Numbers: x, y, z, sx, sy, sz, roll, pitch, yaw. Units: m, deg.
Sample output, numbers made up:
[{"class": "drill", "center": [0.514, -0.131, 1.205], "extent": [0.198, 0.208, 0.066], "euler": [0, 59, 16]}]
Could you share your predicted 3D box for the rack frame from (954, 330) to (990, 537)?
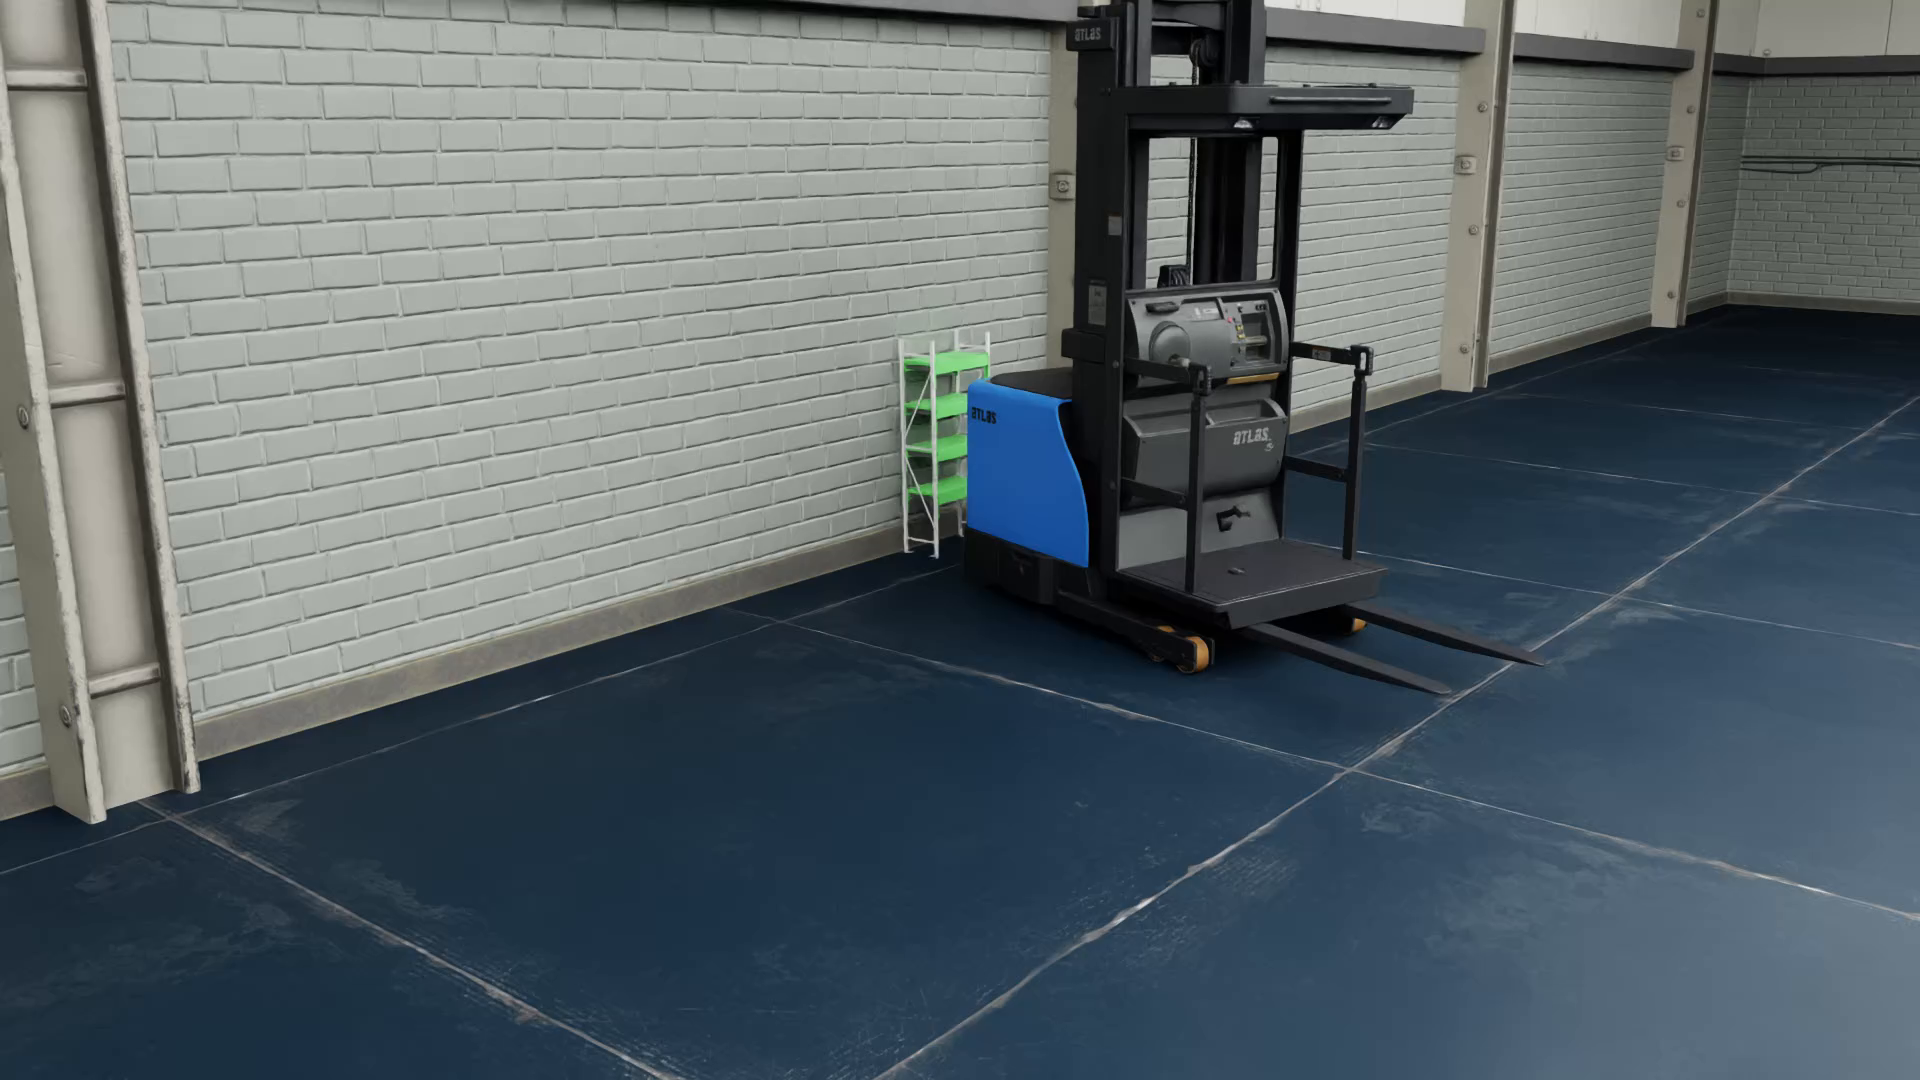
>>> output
[{"class": "rack frame", "center": [0.078, -0.594, 9.513], "extent": [0.240, 1.200, 0.015], "euler": [9, 17, 37]}]

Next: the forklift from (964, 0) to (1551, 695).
[{"class": "forklift", "center": [1.270, -0.967, 7.476], "extent": [1.130, 2.935, 3.031], "euler": [-10, 17, -33]}]

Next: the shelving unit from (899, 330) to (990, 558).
[{"class": "shelving unit", "center": [-0.074, -0.547, 9.328], "extent": [0.258, 1.200, 0.503], "euler": [9, 17, 37]}]

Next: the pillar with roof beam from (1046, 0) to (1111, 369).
[{"class": "pillar with roof beam", "center": [4.119, -3.922, 6.784], "extent": [9.100, 9.000, 0.400], "euler": [11, 18, 38]}]

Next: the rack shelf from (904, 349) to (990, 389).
[{"class": "rack shelf", "center": [-0.082, -0.952, 9.231], "extent": [0.258, 0.148, 0.480], "euler": [9, 17, 37]}]

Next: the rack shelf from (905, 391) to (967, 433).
[{"class": "rack shelf", "center": [-0.077, -0.719, 9.287], "extent": [0.258, 0.148, 0.480], "euler": [9, 17, 37]}]

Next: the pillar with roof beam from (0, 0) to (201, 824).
[{"class": "pillar with roof beam", "center": [0.348, -2.773, 2.261], "extent": [9.100, 9.000, 0.400], "euler": [11, 18, 38]}]

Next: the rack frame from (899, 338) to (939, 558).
[{"class": "rack frame", "center": [-0.226, -0.500, 9.142], "extent": [0.240, 1.200, 0.015], "euler": [9, 17, 37]}]

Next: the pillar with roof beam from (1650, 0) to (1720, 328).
[{"class": "pillar with roof beam", "center": [11.661, -6.220, 15.831], "extent": [9.100, 9.000, 0.400], "euler": [11, 18, 38]}]

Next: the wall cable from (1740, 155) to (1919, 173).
[{"class": "wall cable", "center": [11.193, -5.741, 20.251], "extent": [3.097, 2.526, 0.112], "euler": [11, 18, 38]}]

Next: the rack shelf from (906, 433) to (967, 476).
[{"class": "rack shelf", "center": [-0.073, -0.485, 9.342], "extent": [0.258, 0.148, 0.480], "euler": [9, 17, 37]}]

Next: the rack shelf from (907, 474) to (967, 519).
[{"class": "rack shelf", "center": [-0.068, -0.252, 9.398], "extent": [0.258, 0.148, 0.480], "euler": [9, 17, 37]}]

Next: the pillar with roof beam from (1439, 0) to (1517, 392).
[{"class": "pillar with roof beam", "center": [7.890, -5.071, 11.307], "extent": [9.100, 9.000, 0.400], "euler": [11, 18, 38]}]
